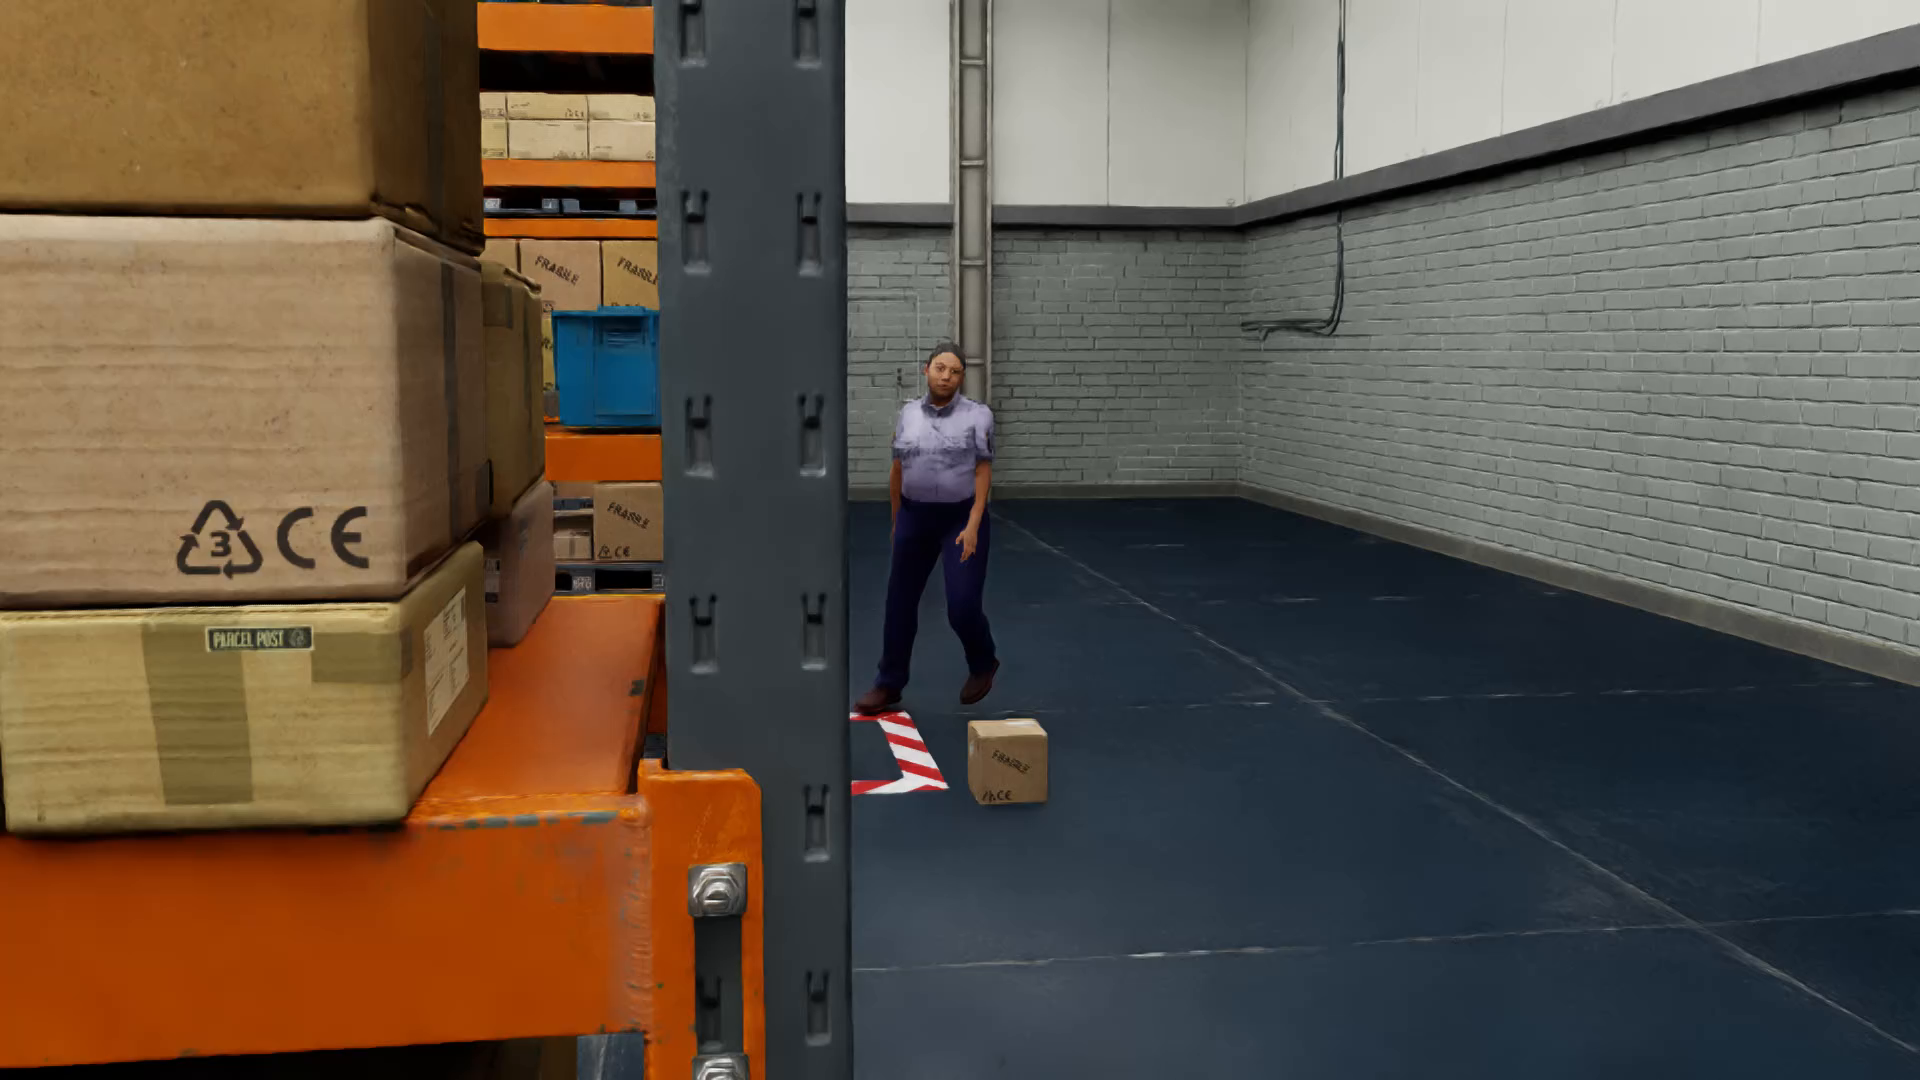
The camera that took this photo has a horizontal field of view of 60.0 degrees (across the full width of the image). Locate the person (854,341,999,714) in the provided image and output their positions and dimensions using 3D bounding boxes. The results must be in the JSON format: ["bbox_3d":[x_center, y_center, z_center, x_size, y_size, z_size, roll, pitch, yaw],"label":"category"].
[{"bbox_3d":[-0.163,-0.039,7.242,0.625,1.629,0.452,2,7,18],"label":"person"}]
